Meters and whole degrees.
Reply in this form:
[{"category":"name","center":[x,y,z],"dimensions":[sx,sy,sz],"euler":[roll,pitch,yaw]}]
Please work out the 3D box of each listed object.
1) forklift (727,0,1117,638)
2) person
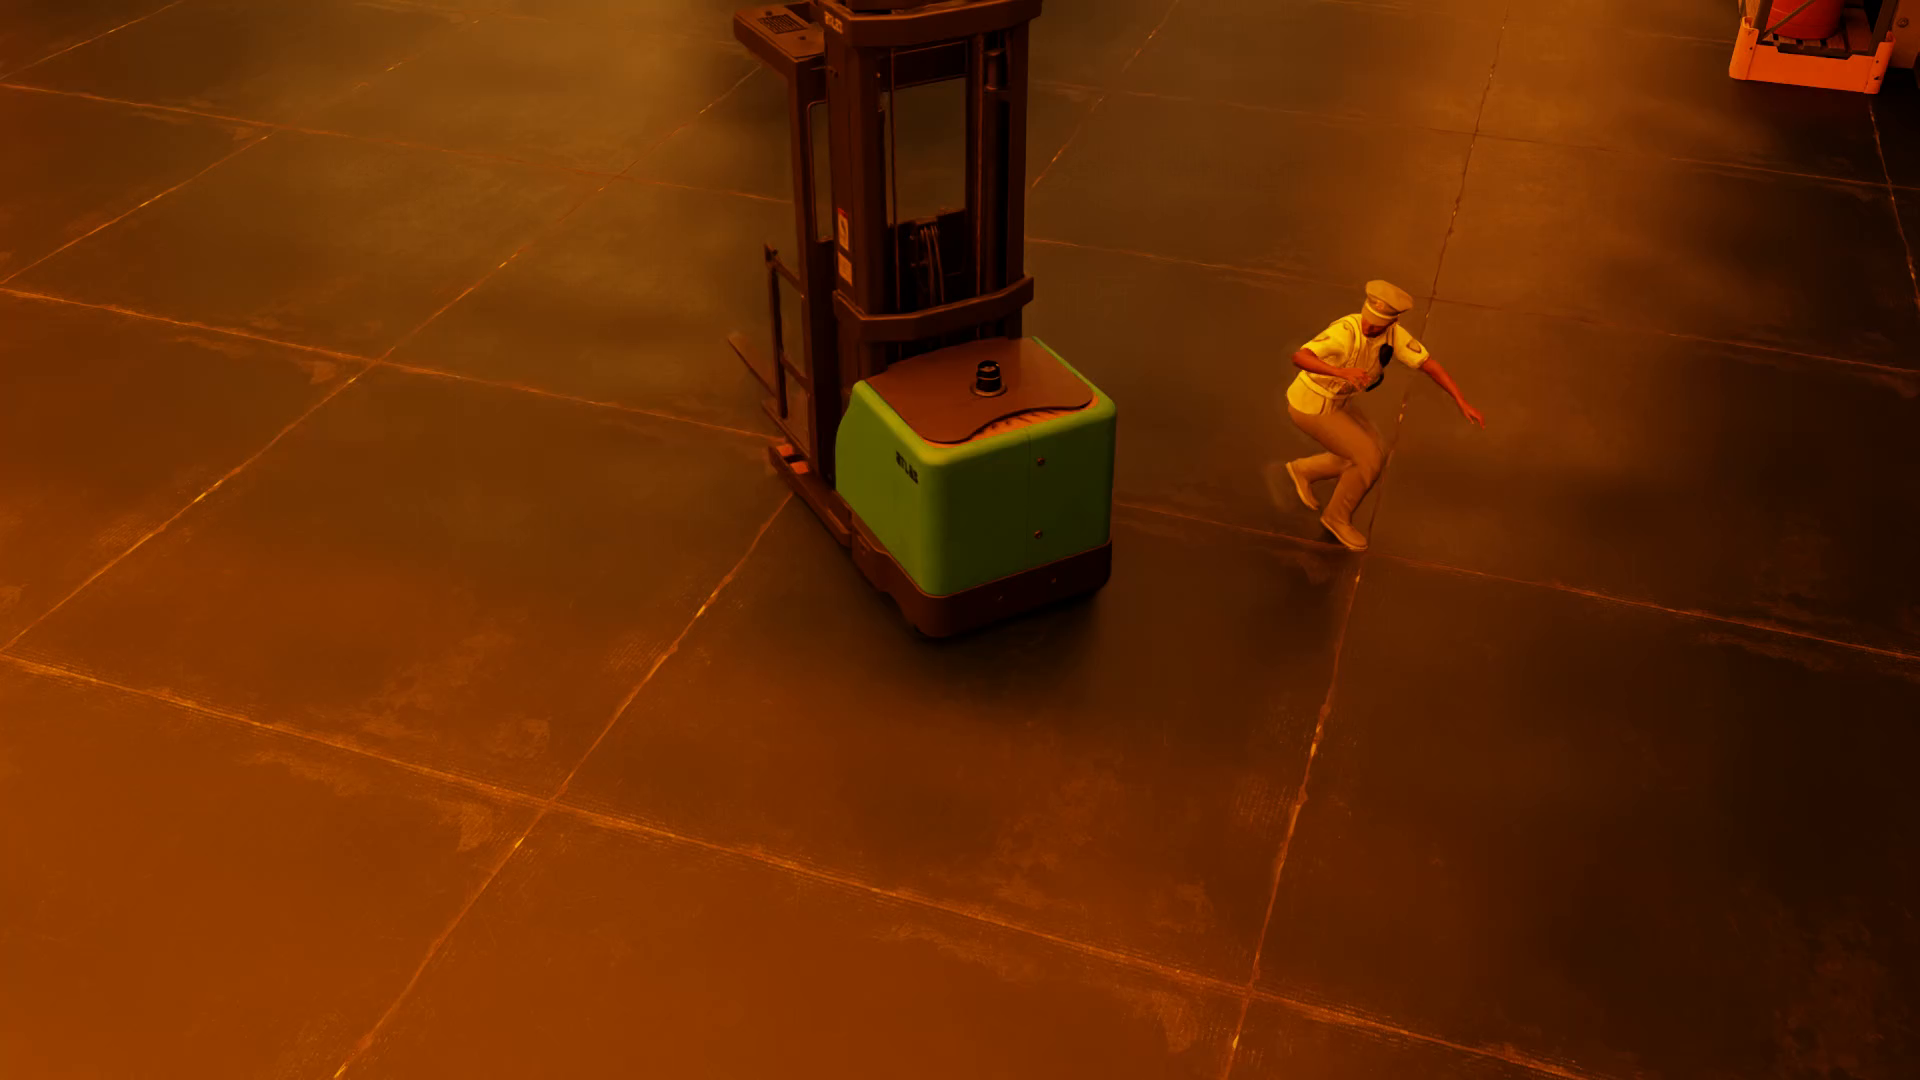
[{"category":"forklift","center":[-0.394,-1.567,8.321],"dimensions":[1.130,2.935,3.031],"euler":[-17,39,-23]},{"category":"person","center":[2.056,-0.591,8.287],"dimensions":[0.973,1.397,0.690],"euler":[26,43,32]}]
